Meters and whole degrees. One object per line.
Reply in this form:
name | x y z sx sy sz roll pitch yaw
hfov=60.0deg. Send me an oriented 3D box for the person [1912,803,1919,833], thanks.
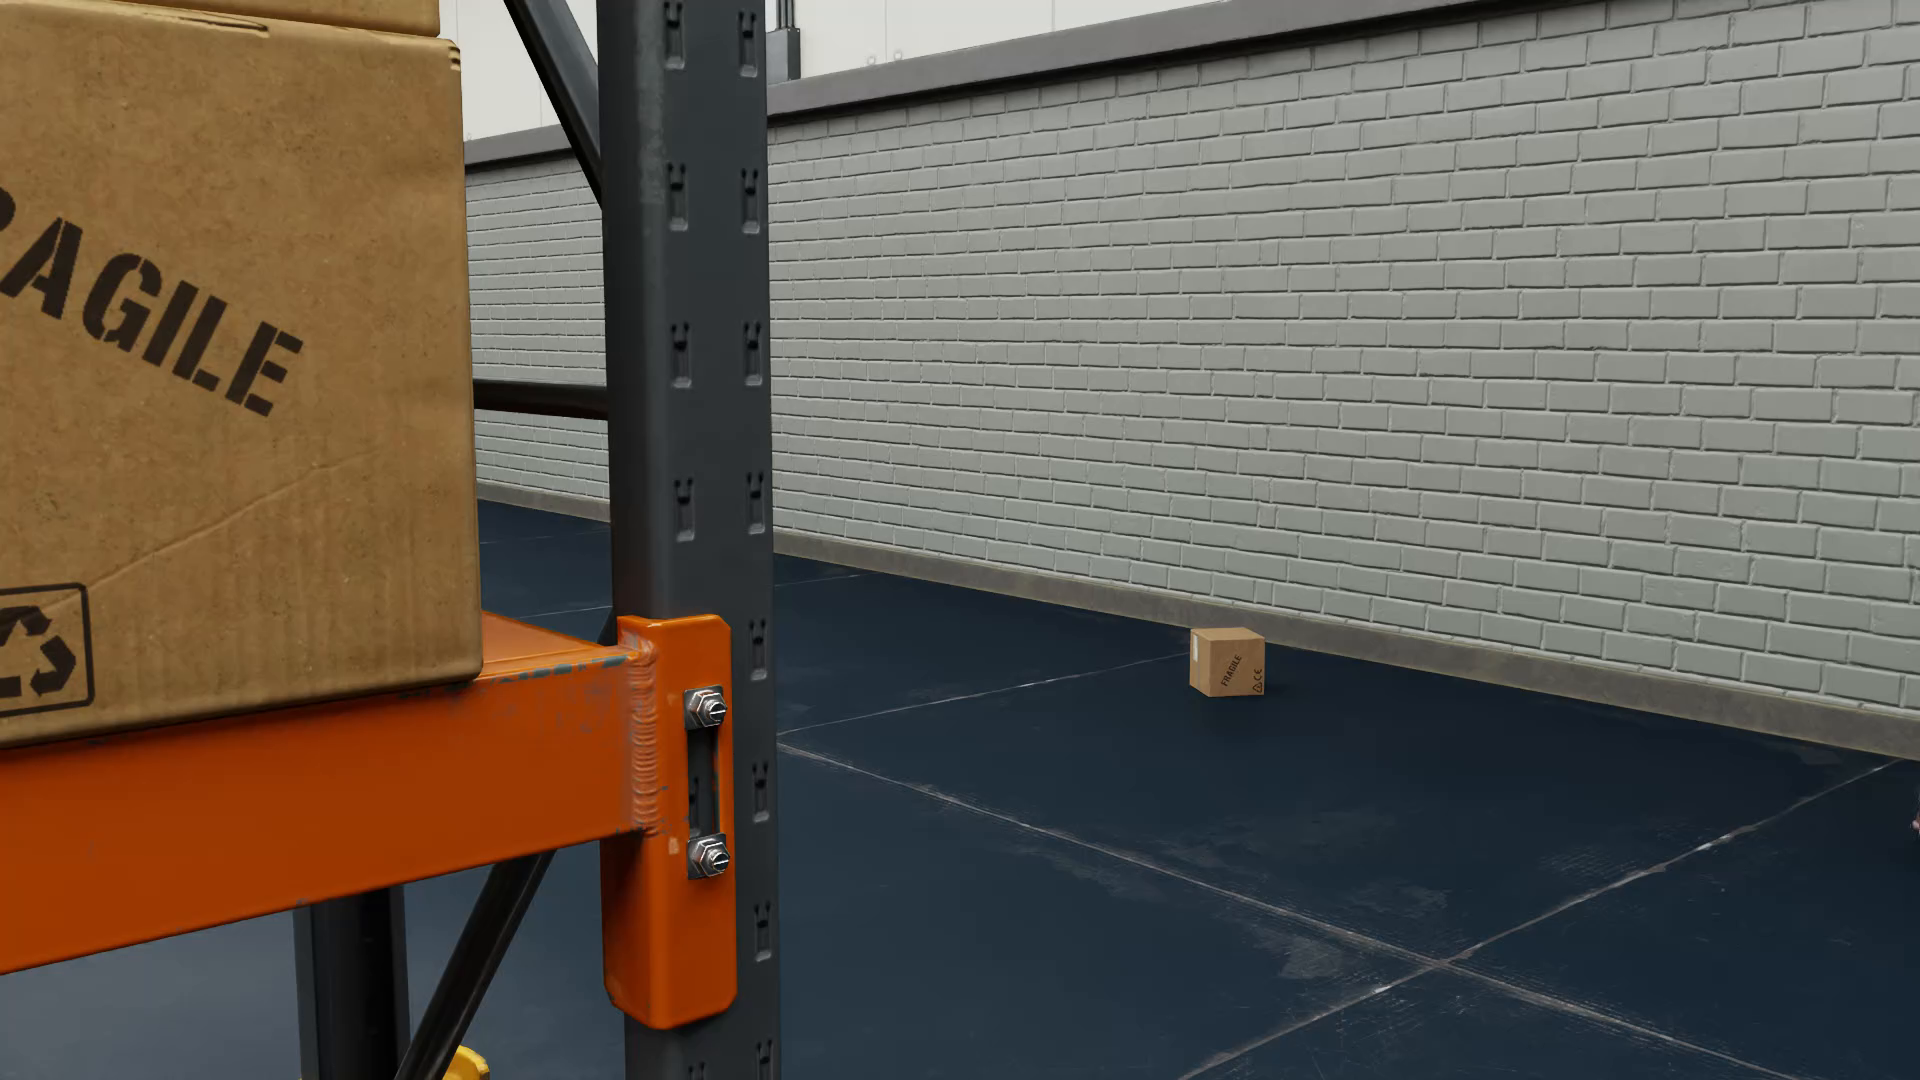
person | 3.186 0.160 4.525 0.980 1.593 0.477 7 10 43
